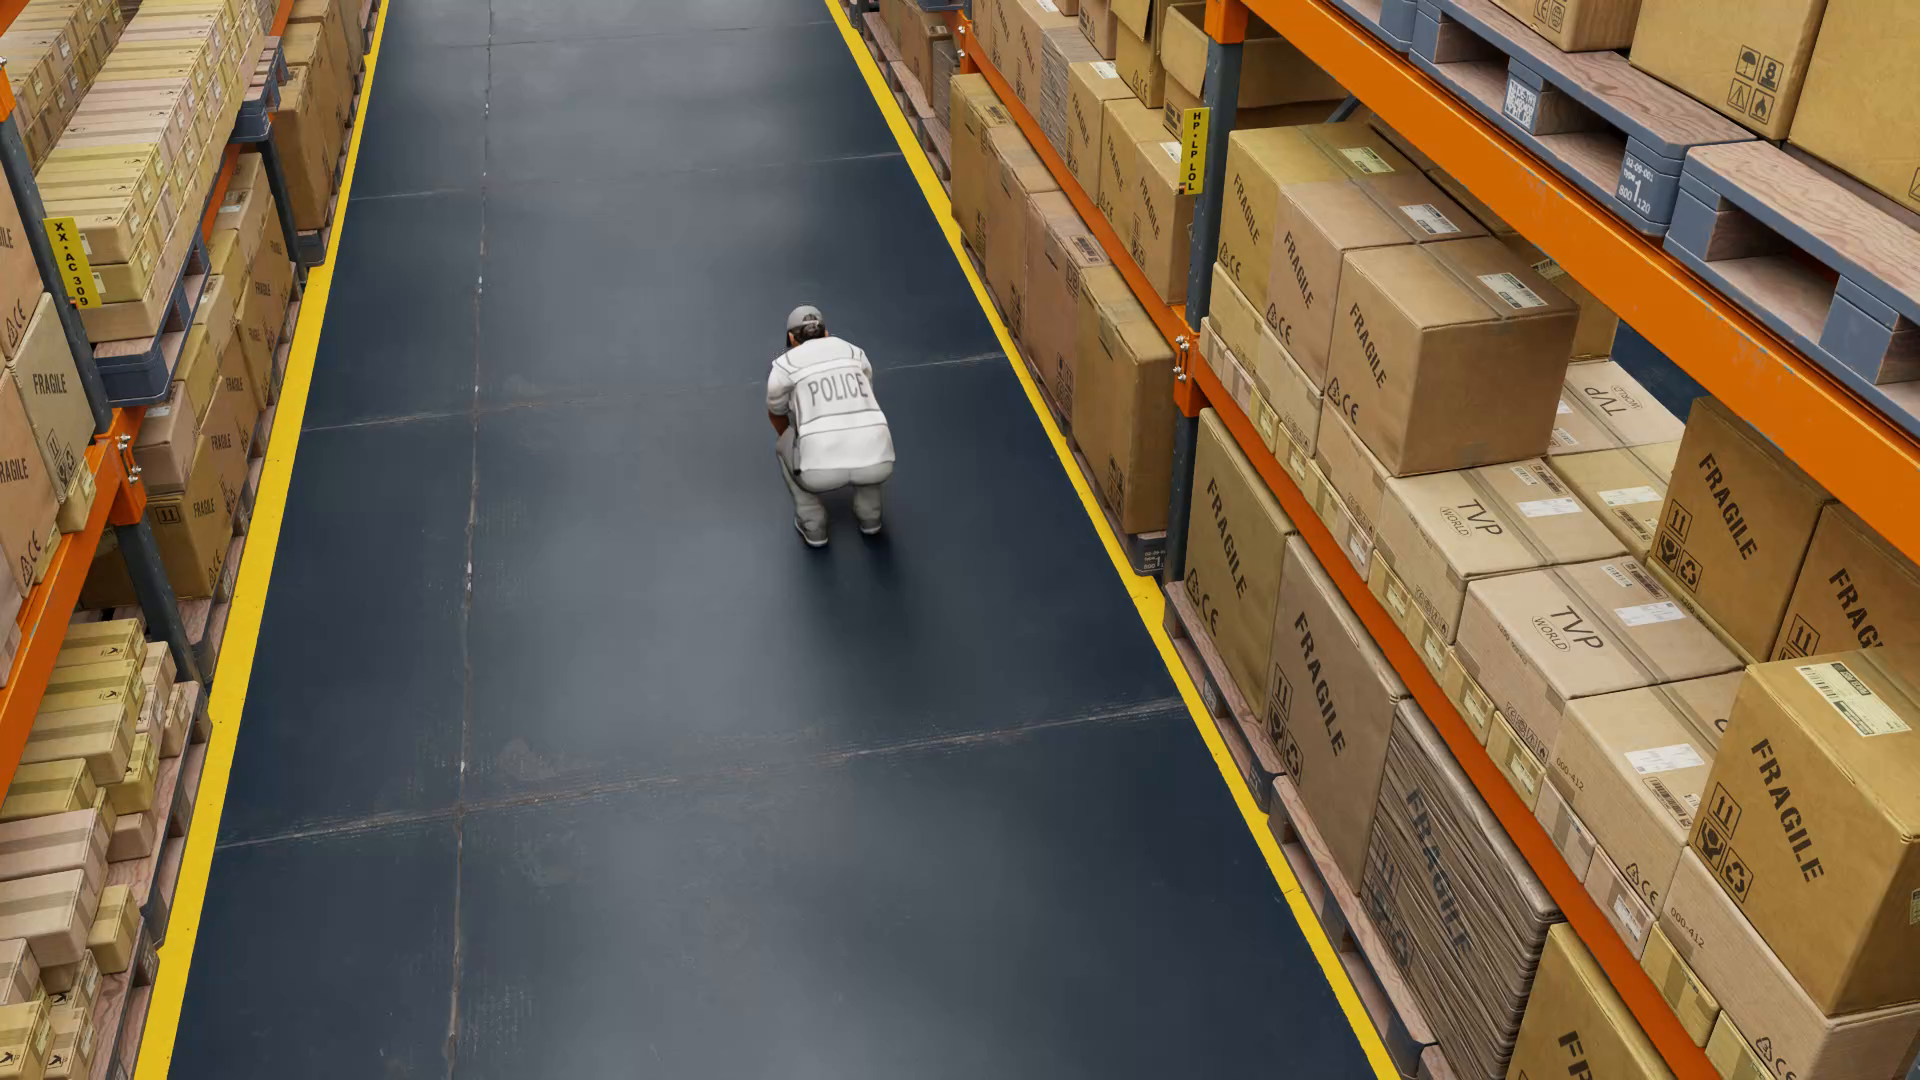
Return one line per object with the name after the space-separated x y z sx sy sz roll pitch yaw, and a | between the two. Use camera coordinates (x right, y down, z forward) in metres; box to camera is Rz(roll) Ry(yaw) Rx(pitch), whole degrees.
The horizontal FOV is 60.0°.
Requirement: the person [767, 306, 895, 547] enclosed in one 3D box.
-0.586 -0.494 7.498 0.518 0.950 0.852 -7 35 -11 | person
